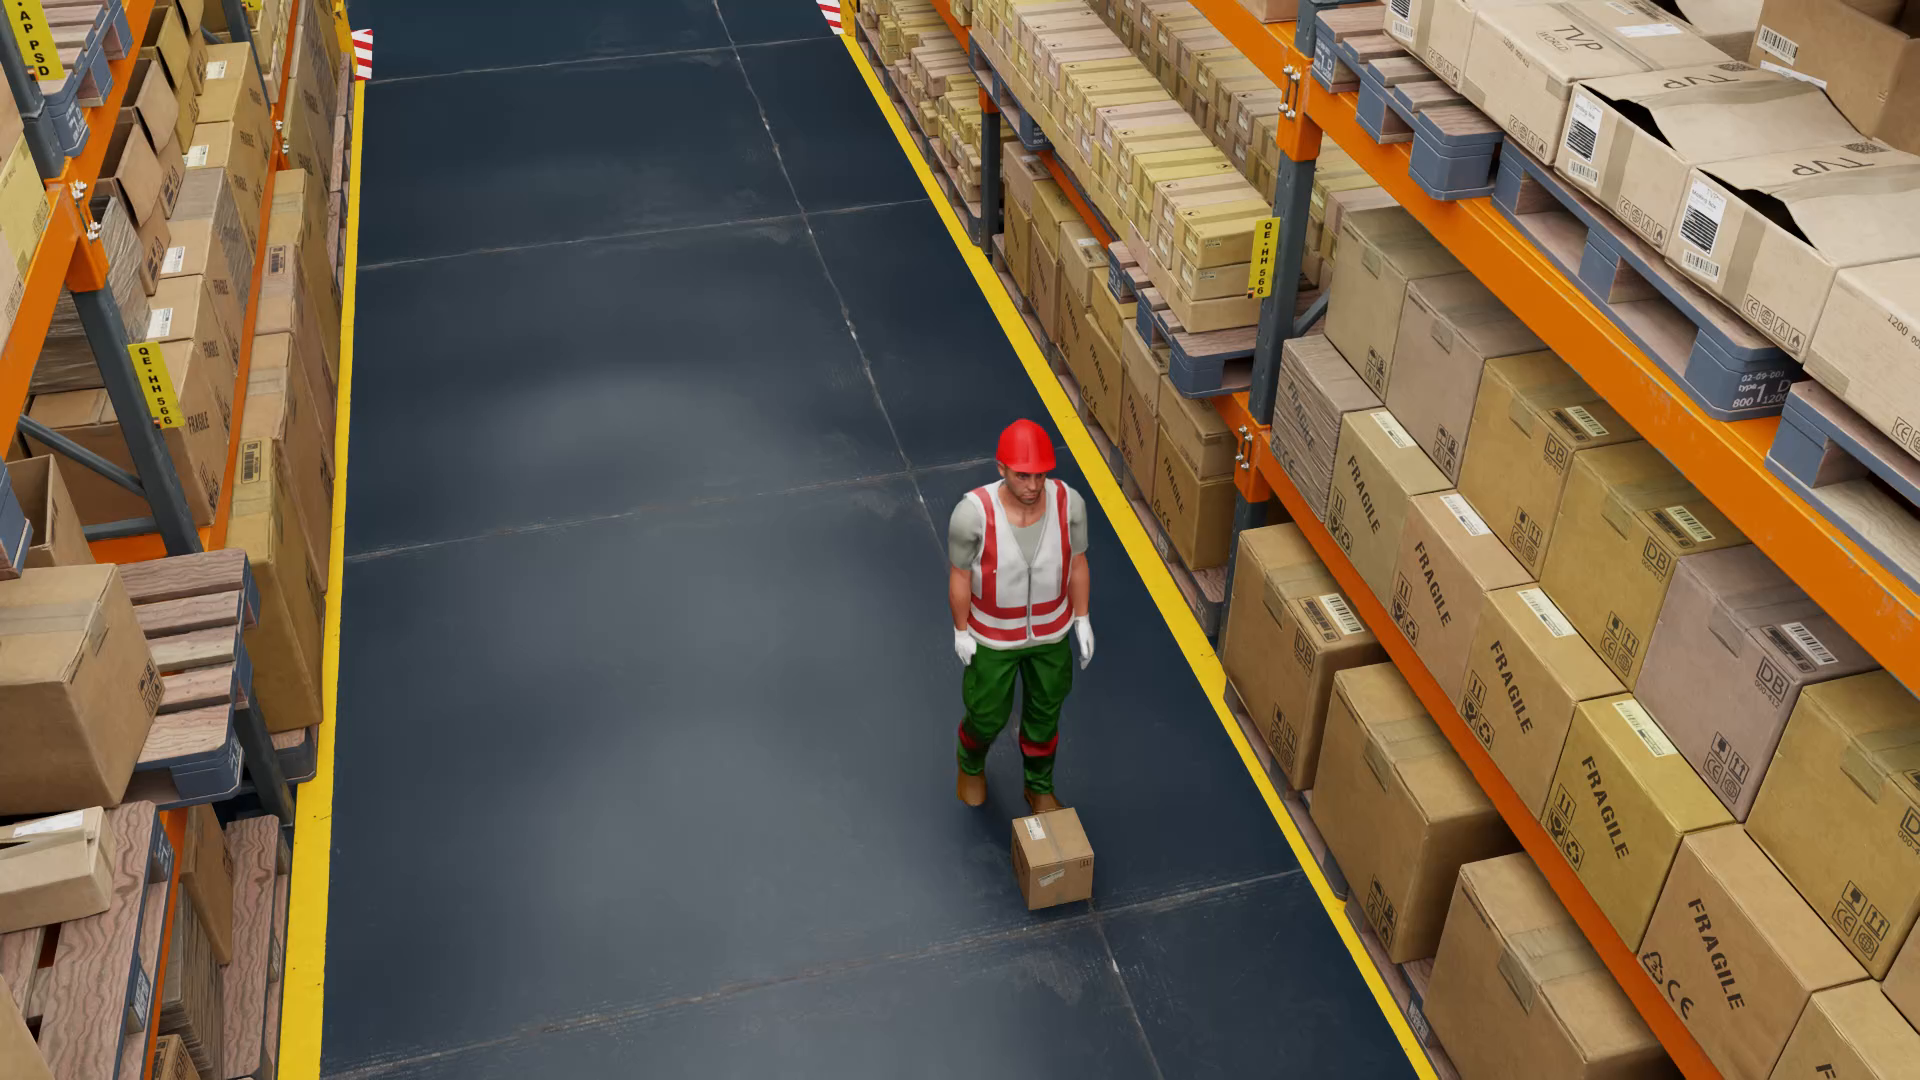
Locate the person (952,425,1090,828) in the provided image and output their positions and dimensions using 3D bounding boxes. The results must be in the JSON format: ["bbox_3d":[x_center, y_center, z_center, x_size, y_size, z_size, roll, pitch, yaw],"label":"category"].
[{"bbox_3d":[0.236,0.338,6.270,0.526,1.790,0.344,-9,39,-12],"label":"person"}]
